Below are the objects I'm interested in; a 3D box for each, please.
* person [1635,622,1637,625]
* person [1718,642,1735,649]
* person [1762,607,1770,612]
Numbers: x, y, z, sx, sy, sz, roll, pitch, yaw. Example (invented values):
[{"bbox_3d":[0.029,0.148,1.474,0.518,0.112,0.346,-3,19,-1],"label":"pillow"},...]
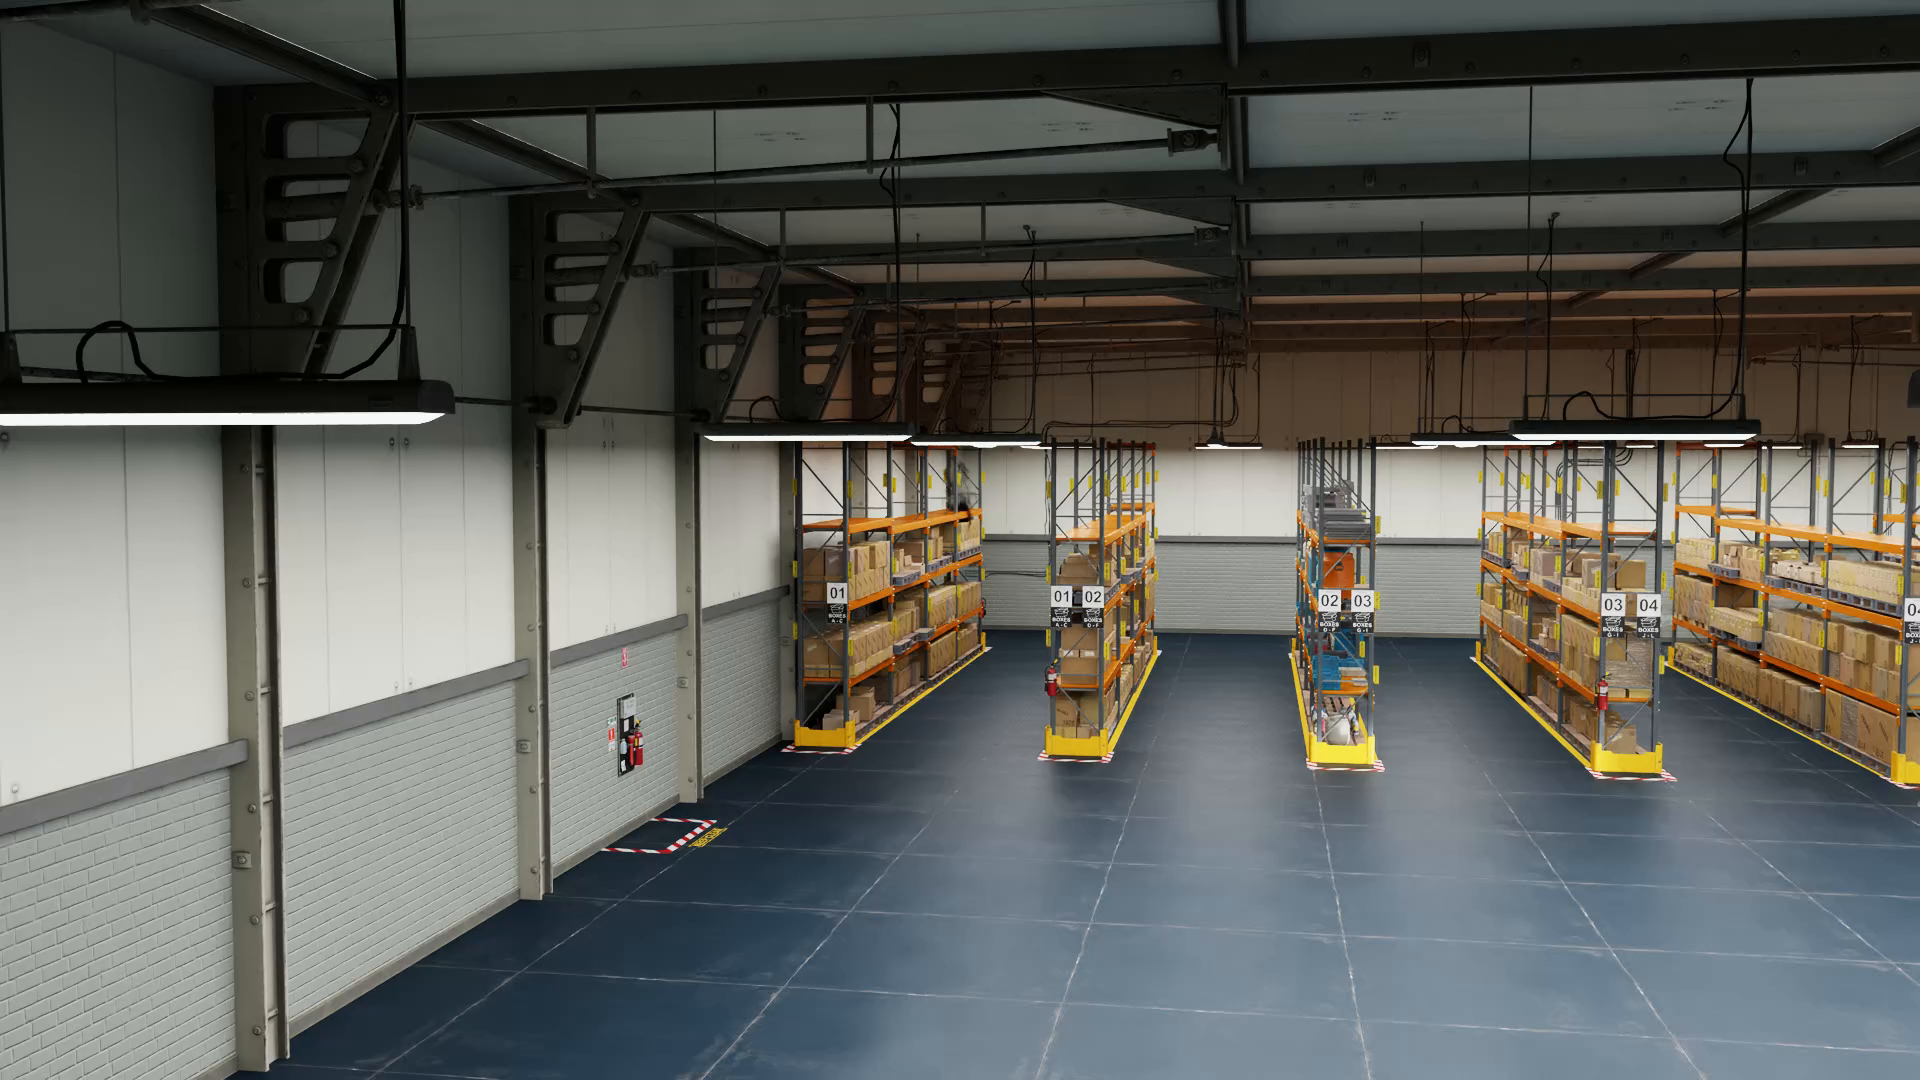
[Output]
[{"bbox_3d":[18.125,2.567,45.395,0.650,1.533,0.679,-2,4,-39],"label":"person"},{"bbox_3d":[21.026,2.486,45.622,0.803,1.762,0.666,1,3,13],"label":"person"},{"bbox_3d":[21.103,2.583,43.544,0.532,1.725,0.753,0,3,-1],"label":"person"}]
